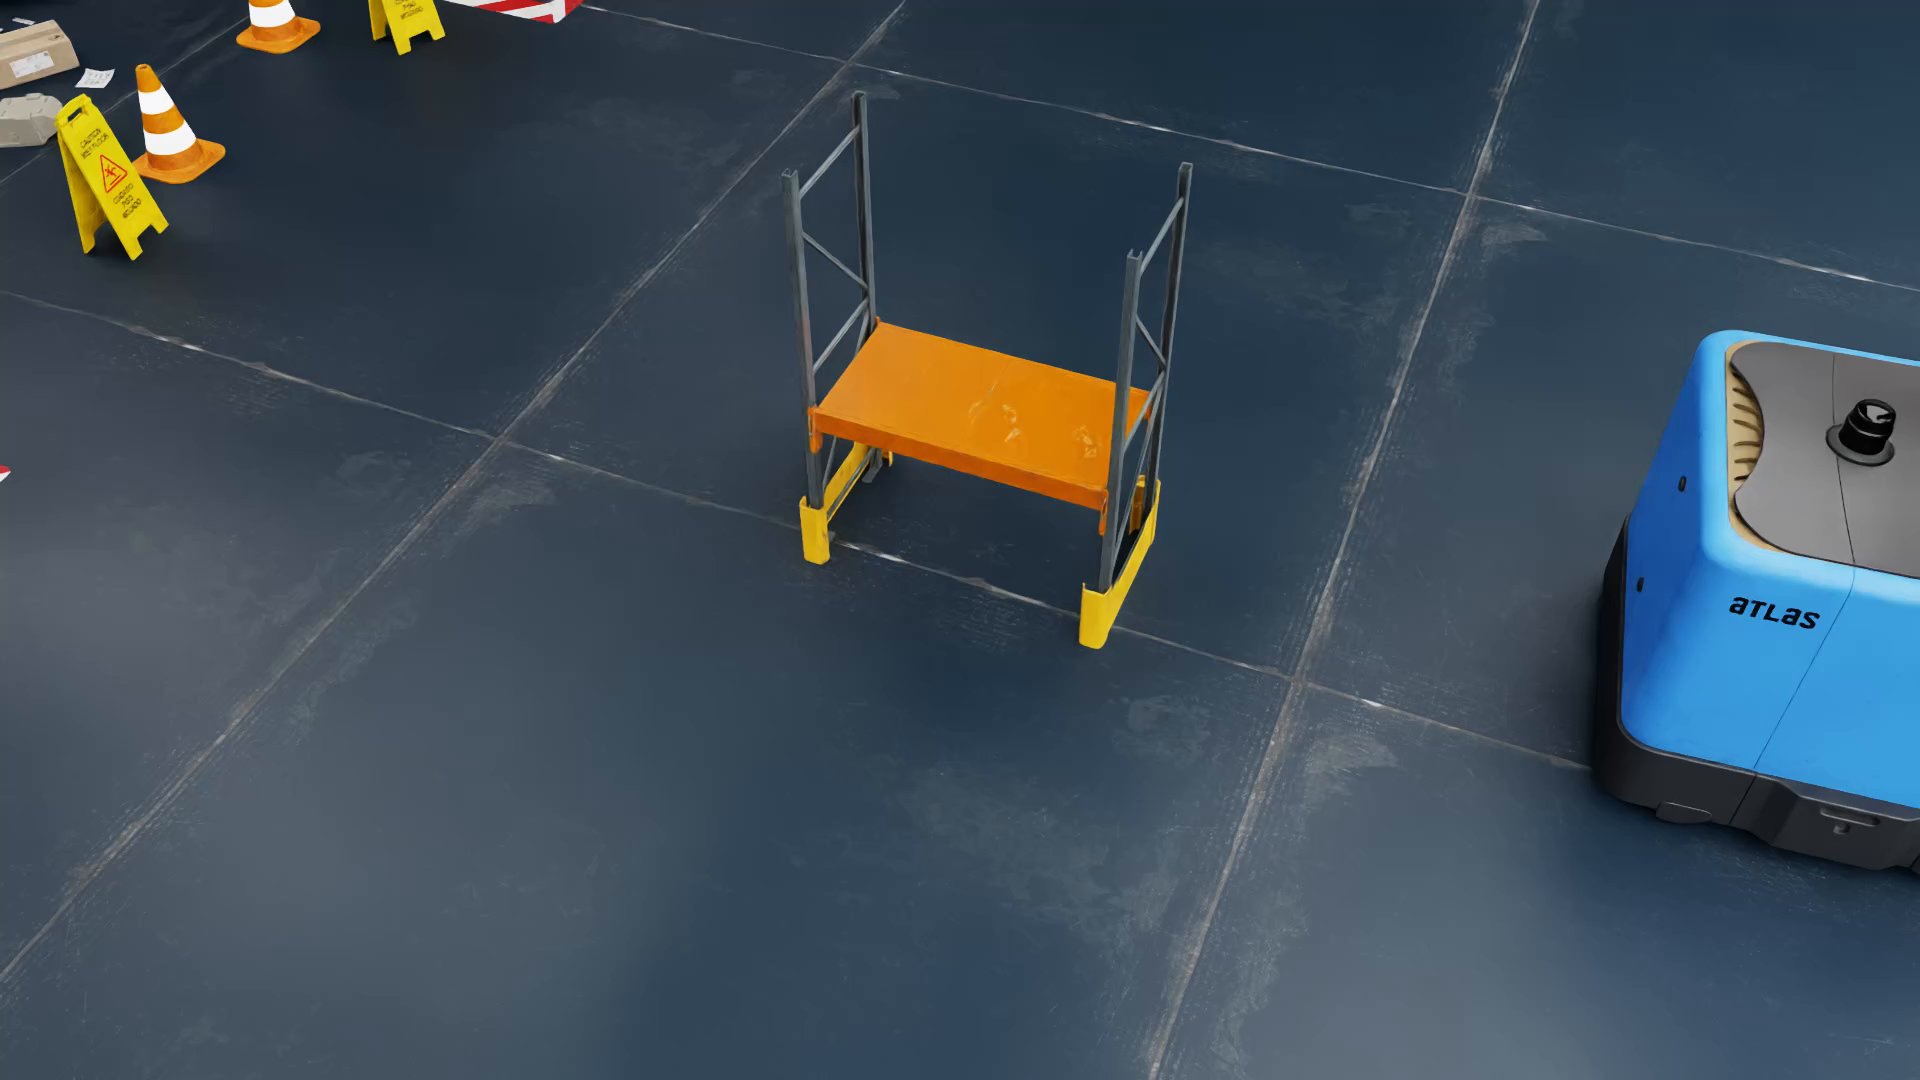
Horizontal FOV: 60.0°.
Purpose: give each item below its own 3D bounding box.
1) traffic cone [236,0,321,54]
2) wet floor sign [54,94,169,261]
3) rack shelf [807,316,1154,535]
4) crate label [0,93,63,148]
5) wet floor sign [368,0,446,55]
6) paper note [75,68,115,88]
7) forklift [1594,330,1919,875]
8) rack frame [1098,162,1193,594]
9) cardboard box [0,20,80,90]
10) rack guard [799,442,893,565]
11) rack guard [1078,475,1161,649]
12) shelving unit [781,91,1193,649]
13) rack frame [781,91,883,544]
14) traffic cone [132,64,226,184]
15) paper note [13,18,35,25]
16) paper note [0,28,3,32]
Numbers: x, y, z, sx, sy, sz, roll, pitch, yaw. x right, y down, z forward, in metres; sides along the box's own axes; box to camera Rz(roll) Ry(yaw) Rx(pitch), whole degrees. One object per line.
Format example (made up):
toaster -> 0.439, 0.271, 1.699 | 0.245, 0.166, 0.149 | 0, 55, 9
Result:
traffic cone -> -3.390, -2.680, 8.115 | 0.334, 0.463, 0.336 | 16, 47, 16
wet floor sign -> -3.520, -1.499, 6.799 | 0.232, 0.644, 0.267 | 9, 46, 9
rack shelf -> 0.079, -0.381, 5.325 | 1.000, 0.185, 0.538 | 16, 47, 16
crate label -> -4.253, -1.923, 7.585 | 0.298, 0.136, 0.250 | -5, 45, -5
wet floor sign -> -2.733, -2.719, 8.026 | 0.232, 0.644, 0.267 | 33, 54, 29
paper note -> -4.135, -2.211, 7.950 | 0.142, 0.019, 0.148 | 2, 45, 2
forklift -> 3.465, -0.274, 3.947 | 3.031, 2.935, 1.130 | 12, 46, 12
rack frame -> 0.548, -0.370, 5.059 | 0.032, 1.500, 0.500 | 16, 47, 16
cardboard box -> -4.483, -2.332, 7.989 | 0.380, 0.149, 0.250 | -28, 51, -25
rack guard -> -0.389, -0.203, 5.777 | 0.087, 0.250, 0.587 | 16, 47, 16
rack guard -> 0.530, 0.067, 5.505 | 0.087, 0.250, 0.587 | 16, 47, 16
shelving unit -> 0.070, -0.511, 5.200 | 1.083, 1.500, 0.587 | 16, 47, 16
rack frame -> -0.390, -0.647, 5.336 | 0.032, 1.500, 0.500 | 16, 47, 16
traffic cone -> -3.503, -1.865, 7.296 | 0.334, 0.463, 0.336 | 16, 47, 16
paper note -> -4.712, -2.610, 8.367 | 0.123, 0.001, 0.032 | 16, 47, 16
paper note -> -4.861, -2.535, 8.284 | 0.142, 0.019, 0.148 | 33, 54, 29
